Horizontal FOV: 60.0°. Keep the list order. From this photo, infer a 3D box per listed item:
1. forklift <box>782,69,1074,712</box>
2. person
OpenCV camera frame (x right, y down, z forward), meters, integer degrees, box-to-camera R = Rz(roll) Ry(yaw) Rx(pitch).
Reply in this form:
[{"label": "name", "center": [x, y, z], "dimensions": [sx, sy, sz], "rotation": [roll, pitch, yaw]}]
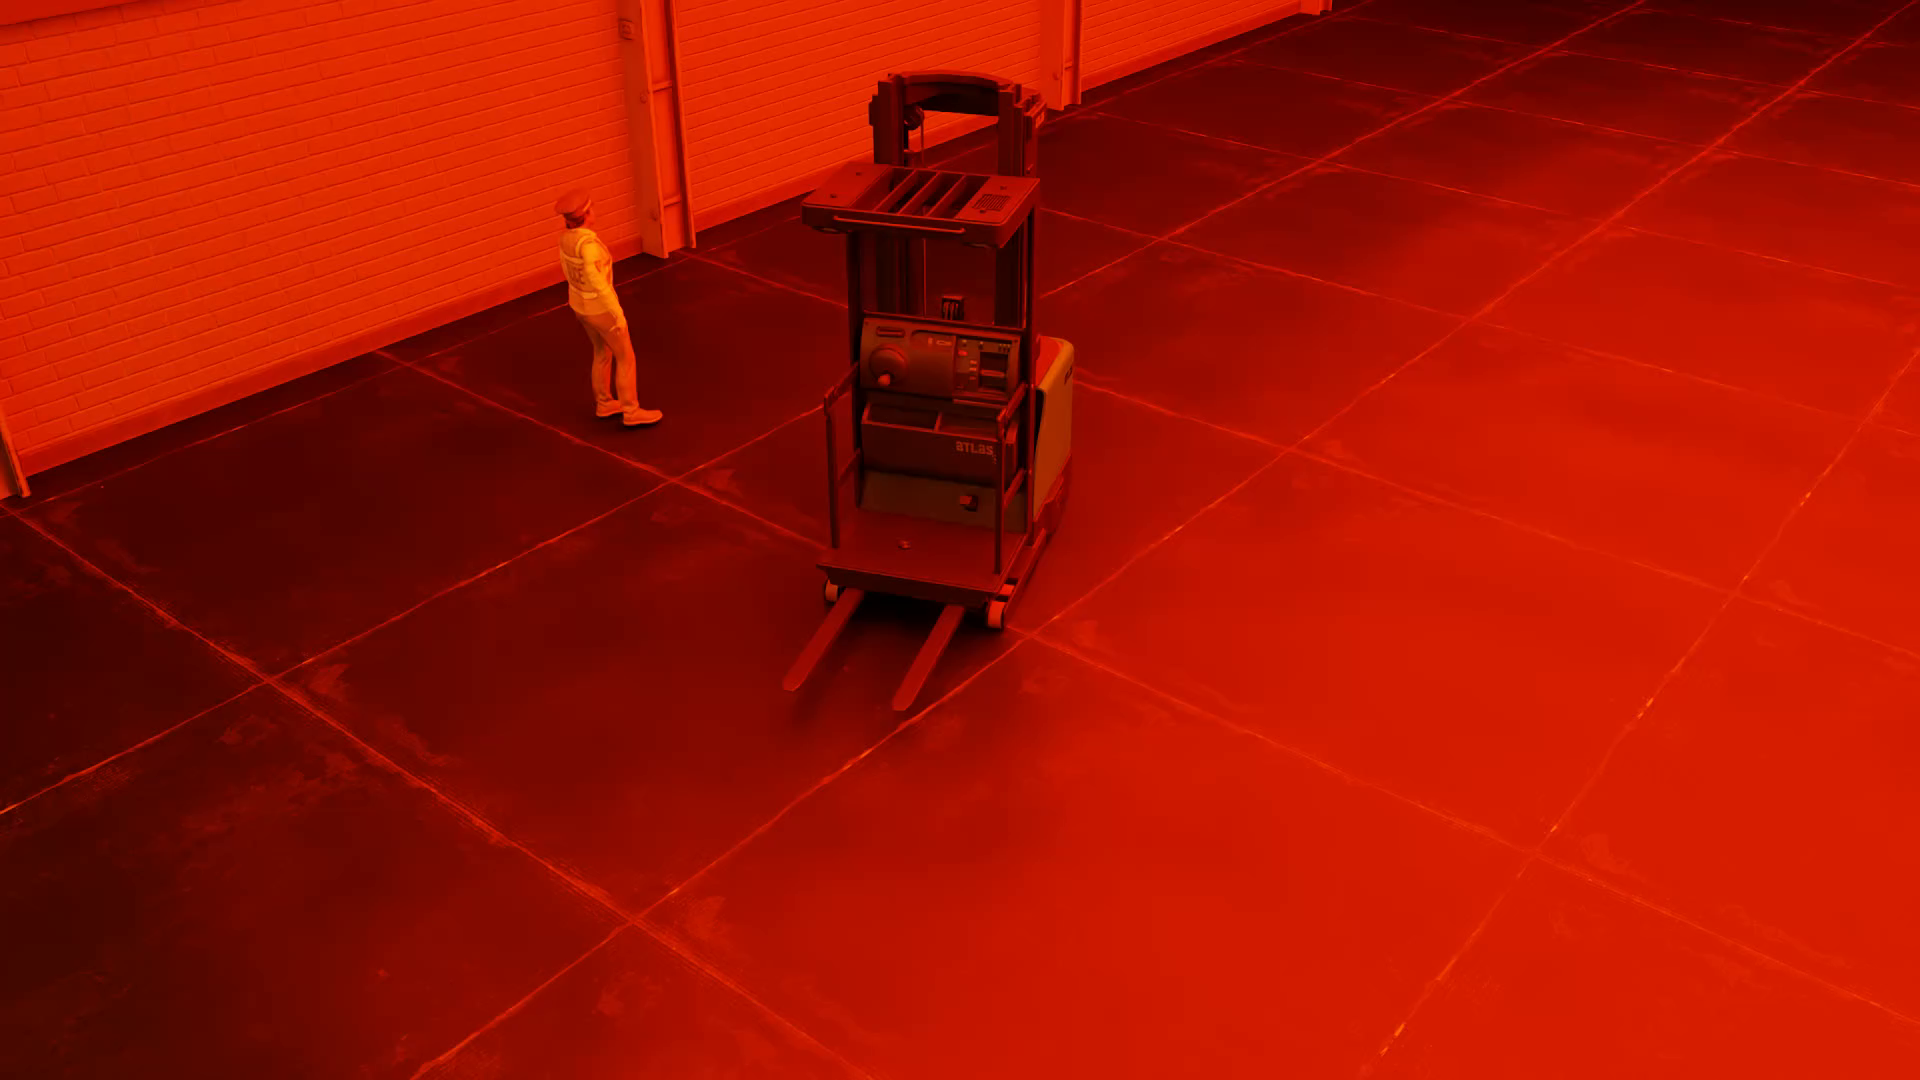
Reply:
[{"label": "forklift", "center": [-0.176, -0.972, 9.258], "dimensions": [1.130, 2.935, 3.031], "rotation": [9, 31, 14]}, {"label": "person", "center": [-2.475, -1.623, 11.529], "dimensions": [0.484, 1.688, 0.597], "rotation": [-24, 38, -34]}]
